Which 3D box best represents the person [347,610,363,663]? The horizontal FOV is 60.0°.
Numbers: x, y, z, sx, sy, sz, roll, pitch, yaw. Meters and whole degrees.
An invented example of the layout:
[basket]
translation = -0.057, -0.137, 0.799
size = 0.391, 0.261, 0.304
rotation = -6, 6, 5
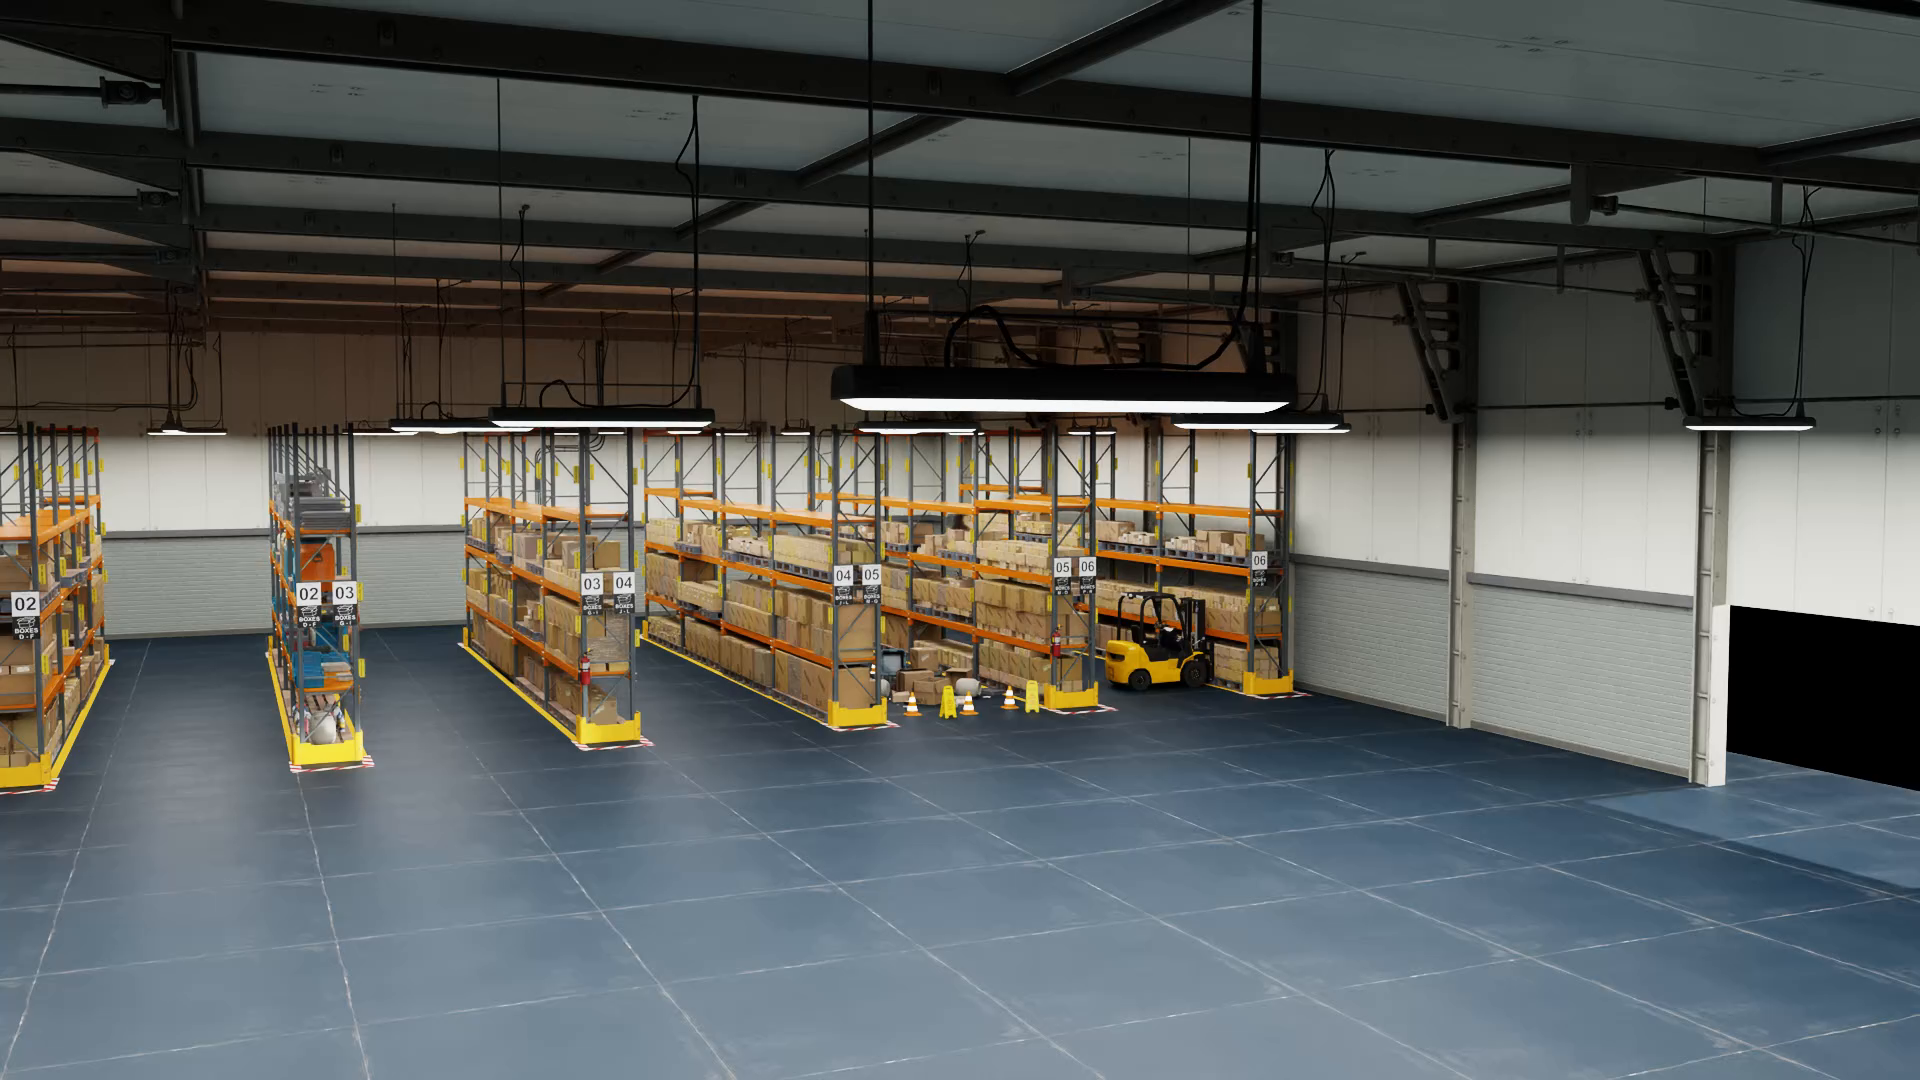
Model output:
[person]
translation = -15.501, 2.276, 42.496
size = 0.446, 1.769, 0.603
rotation = -1, 4, -17
